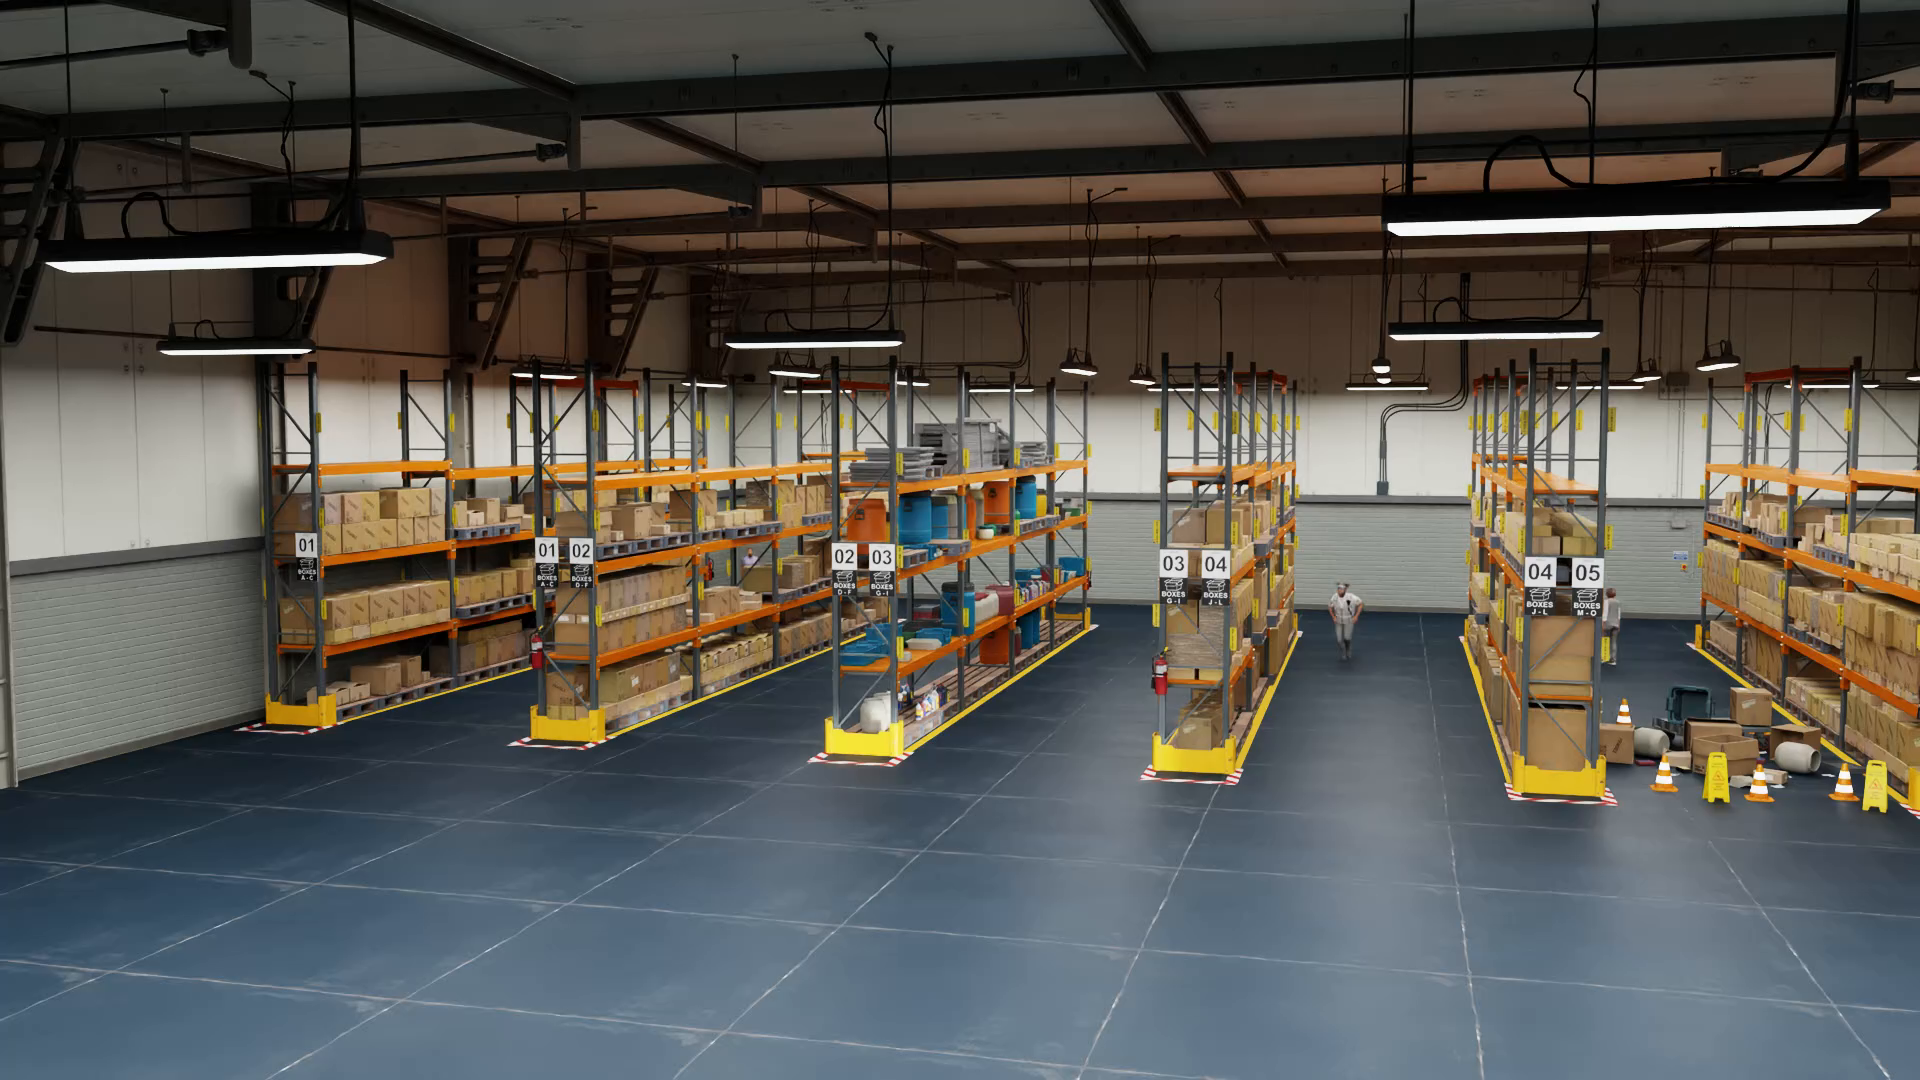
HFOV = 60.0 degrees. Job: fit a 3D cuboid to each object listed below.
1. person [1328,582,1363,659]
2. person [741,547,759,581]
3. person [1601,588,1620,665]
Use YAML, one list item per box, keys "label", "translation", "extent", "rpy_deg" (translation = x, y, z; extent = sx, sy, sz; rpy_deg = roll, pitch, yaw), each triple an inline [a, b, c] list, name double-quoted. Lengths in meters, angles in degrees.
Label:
- label: "person"
  translation: [8.134, 1.699, 35.061]
  extent: [0.713, 1.684, 0.708]
  rpy_deg: [2, 4, 23]
- label: "person"
  translation: [-5.750, 0.982, 45.597]
  extent: [0.508, 1.584, 1.078]
  rpy_deg: [-1, 4, -12]
- label: "person"
  translation: [13.462, 1.798, 34.409]
  extent: [0.446, 1.598, 0.372]
  rpy_deg: [-1, 4, -17]
